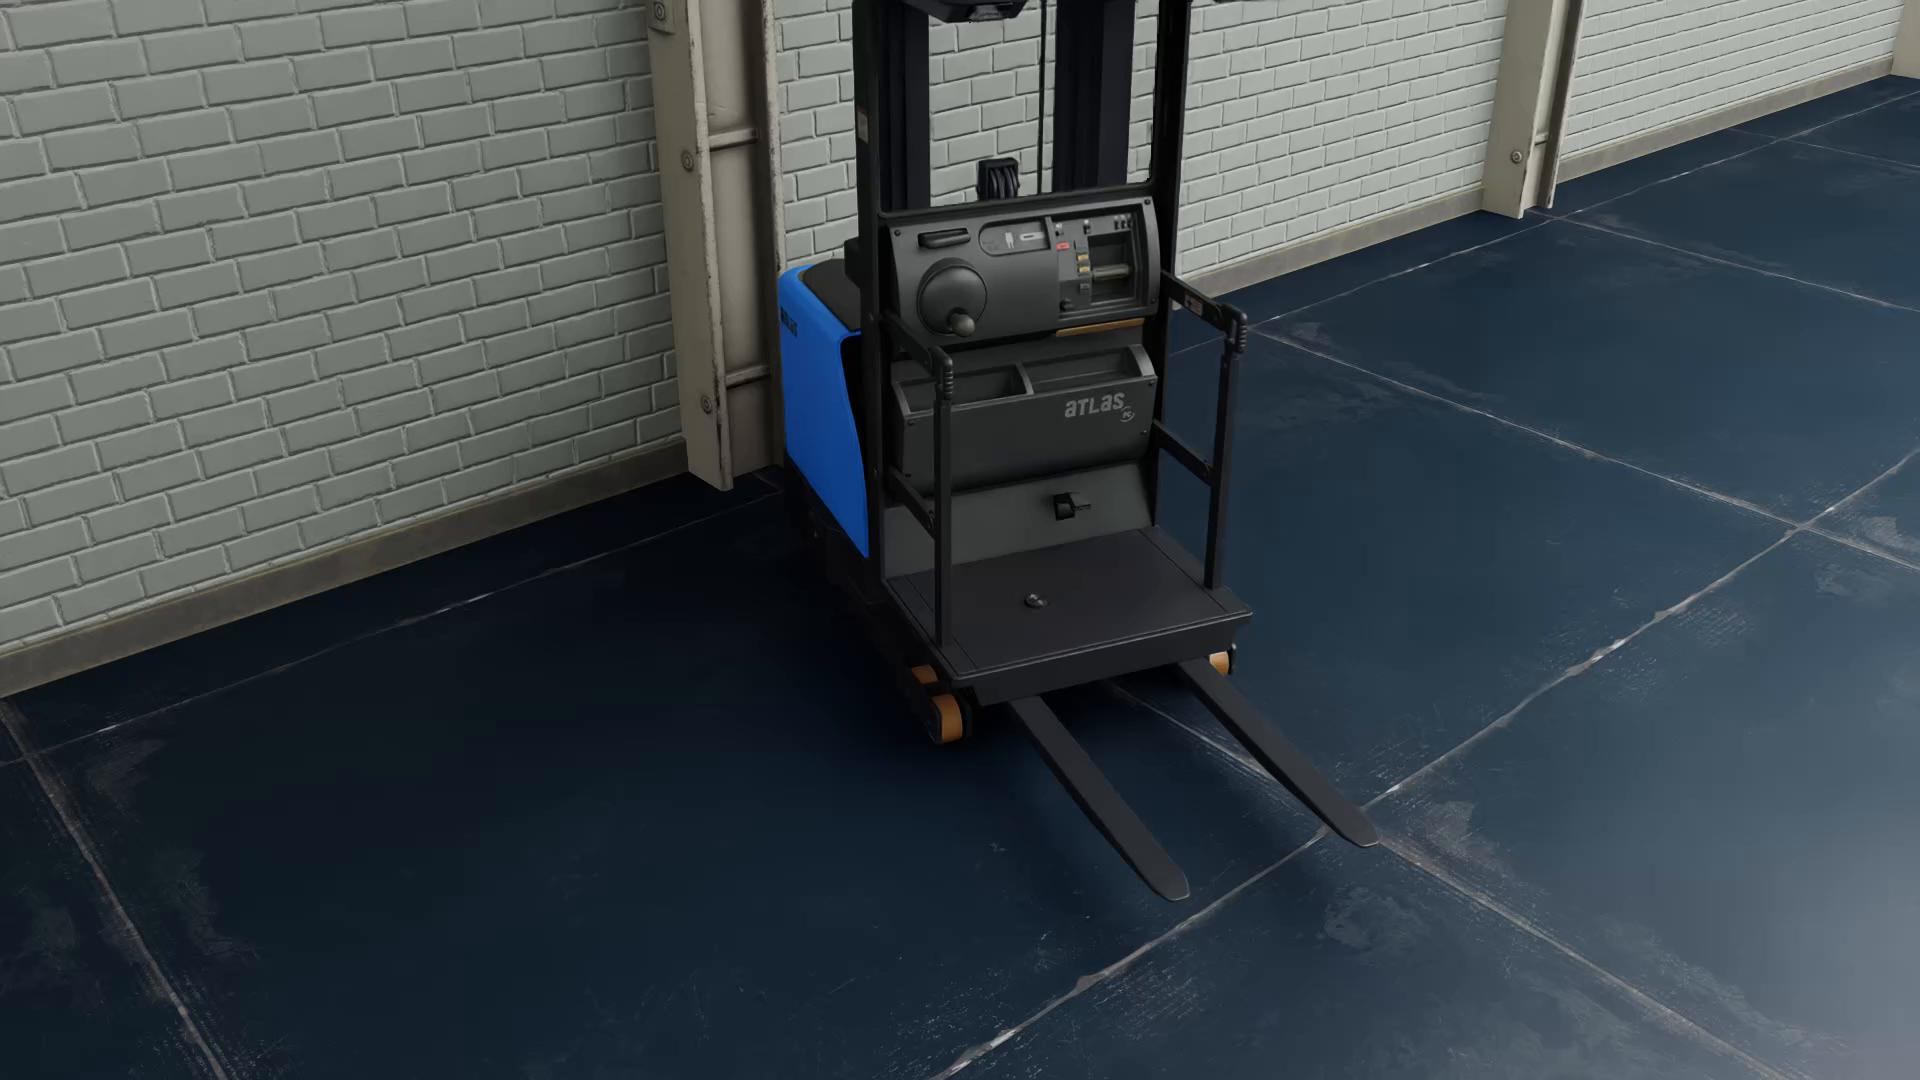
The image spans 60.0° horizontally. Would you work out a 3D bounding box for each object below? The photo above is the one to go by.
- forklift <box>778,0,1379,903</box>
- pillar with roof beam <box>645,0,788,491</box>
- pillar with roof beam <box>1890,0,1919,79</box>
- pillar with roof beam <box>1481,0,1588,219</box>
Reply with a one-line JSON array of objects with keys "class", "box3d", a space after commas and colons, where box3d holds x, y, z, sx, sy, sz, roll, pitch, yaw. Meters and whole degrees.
[{"class": "forklift", "box3d": [0.303, -0.846, 5.222, 1.130, 2.935, 3.031, -11, 30, -19]}, {"class": "pillar with roof beam", "box3d": [1.828, -2.748, 2.345, 0.400, 9.000, 9.100, -22, 35, -35]}, {"class": "pillar with roof beam", "box3d": [10.957, -6.419, 9.214, 0.400, 9.000, 9.100, -22, 35, -35]}, {"class": "pillar with roof beam", "box3d": [6.393, -4.584, 5.779, 0.400, 9.000, 9.100, -22, 35, -35]}]
